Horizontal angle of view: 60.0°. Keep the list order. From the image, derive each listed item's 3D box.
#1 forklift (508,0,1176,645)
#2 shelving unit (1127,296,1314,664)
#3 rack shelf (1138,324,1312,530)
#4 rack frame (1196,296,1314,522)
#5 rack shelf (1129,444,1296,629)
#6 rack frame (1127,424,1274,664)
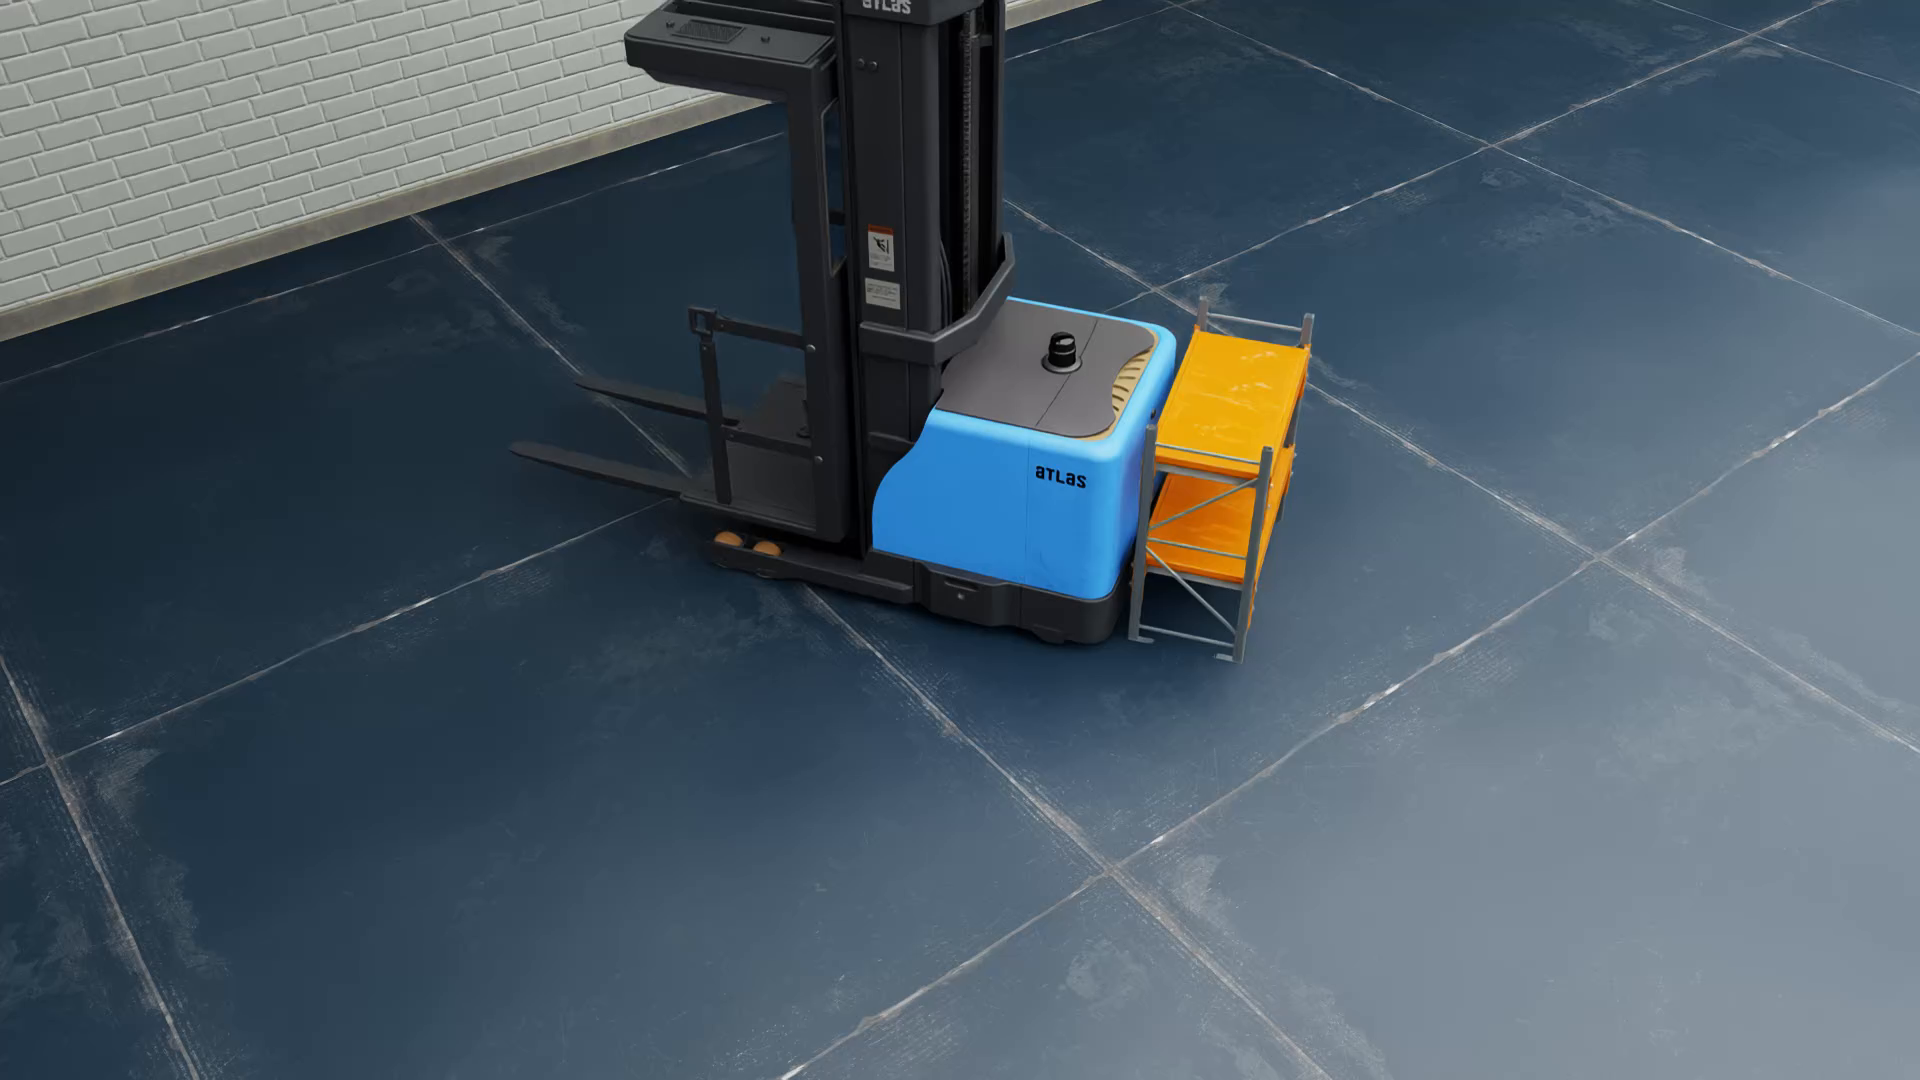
[{"bbox_3d":[-0.625,-1.260,6.975,3.031,2.935,1.130,13,41,16],"label":"forklift"},{"bbox_3d":[1.127,-0.269,7.191,0.538,1.125,1.048,12,41,14],"label":"shelving unit"},{"bbox_3d":[1.127,-0.496,7.006,0.538,0.278,1.000,12,41,14],"label":"rack shelf"},{"bbox_3d":[1.284,-0.576,7.565,0.500,1.125,0.032,12,41,14],"label":"rack frame"},{"bbox_3d":[1.127,-0.080,7.346,0.538,0.278,1.000,12,41,14],"label":"rack shelf"},{"bbox_3d":[0.970,0.037,6.817,0.500,1.125,0.032,12,41,14],"label":"rack frame"}]
